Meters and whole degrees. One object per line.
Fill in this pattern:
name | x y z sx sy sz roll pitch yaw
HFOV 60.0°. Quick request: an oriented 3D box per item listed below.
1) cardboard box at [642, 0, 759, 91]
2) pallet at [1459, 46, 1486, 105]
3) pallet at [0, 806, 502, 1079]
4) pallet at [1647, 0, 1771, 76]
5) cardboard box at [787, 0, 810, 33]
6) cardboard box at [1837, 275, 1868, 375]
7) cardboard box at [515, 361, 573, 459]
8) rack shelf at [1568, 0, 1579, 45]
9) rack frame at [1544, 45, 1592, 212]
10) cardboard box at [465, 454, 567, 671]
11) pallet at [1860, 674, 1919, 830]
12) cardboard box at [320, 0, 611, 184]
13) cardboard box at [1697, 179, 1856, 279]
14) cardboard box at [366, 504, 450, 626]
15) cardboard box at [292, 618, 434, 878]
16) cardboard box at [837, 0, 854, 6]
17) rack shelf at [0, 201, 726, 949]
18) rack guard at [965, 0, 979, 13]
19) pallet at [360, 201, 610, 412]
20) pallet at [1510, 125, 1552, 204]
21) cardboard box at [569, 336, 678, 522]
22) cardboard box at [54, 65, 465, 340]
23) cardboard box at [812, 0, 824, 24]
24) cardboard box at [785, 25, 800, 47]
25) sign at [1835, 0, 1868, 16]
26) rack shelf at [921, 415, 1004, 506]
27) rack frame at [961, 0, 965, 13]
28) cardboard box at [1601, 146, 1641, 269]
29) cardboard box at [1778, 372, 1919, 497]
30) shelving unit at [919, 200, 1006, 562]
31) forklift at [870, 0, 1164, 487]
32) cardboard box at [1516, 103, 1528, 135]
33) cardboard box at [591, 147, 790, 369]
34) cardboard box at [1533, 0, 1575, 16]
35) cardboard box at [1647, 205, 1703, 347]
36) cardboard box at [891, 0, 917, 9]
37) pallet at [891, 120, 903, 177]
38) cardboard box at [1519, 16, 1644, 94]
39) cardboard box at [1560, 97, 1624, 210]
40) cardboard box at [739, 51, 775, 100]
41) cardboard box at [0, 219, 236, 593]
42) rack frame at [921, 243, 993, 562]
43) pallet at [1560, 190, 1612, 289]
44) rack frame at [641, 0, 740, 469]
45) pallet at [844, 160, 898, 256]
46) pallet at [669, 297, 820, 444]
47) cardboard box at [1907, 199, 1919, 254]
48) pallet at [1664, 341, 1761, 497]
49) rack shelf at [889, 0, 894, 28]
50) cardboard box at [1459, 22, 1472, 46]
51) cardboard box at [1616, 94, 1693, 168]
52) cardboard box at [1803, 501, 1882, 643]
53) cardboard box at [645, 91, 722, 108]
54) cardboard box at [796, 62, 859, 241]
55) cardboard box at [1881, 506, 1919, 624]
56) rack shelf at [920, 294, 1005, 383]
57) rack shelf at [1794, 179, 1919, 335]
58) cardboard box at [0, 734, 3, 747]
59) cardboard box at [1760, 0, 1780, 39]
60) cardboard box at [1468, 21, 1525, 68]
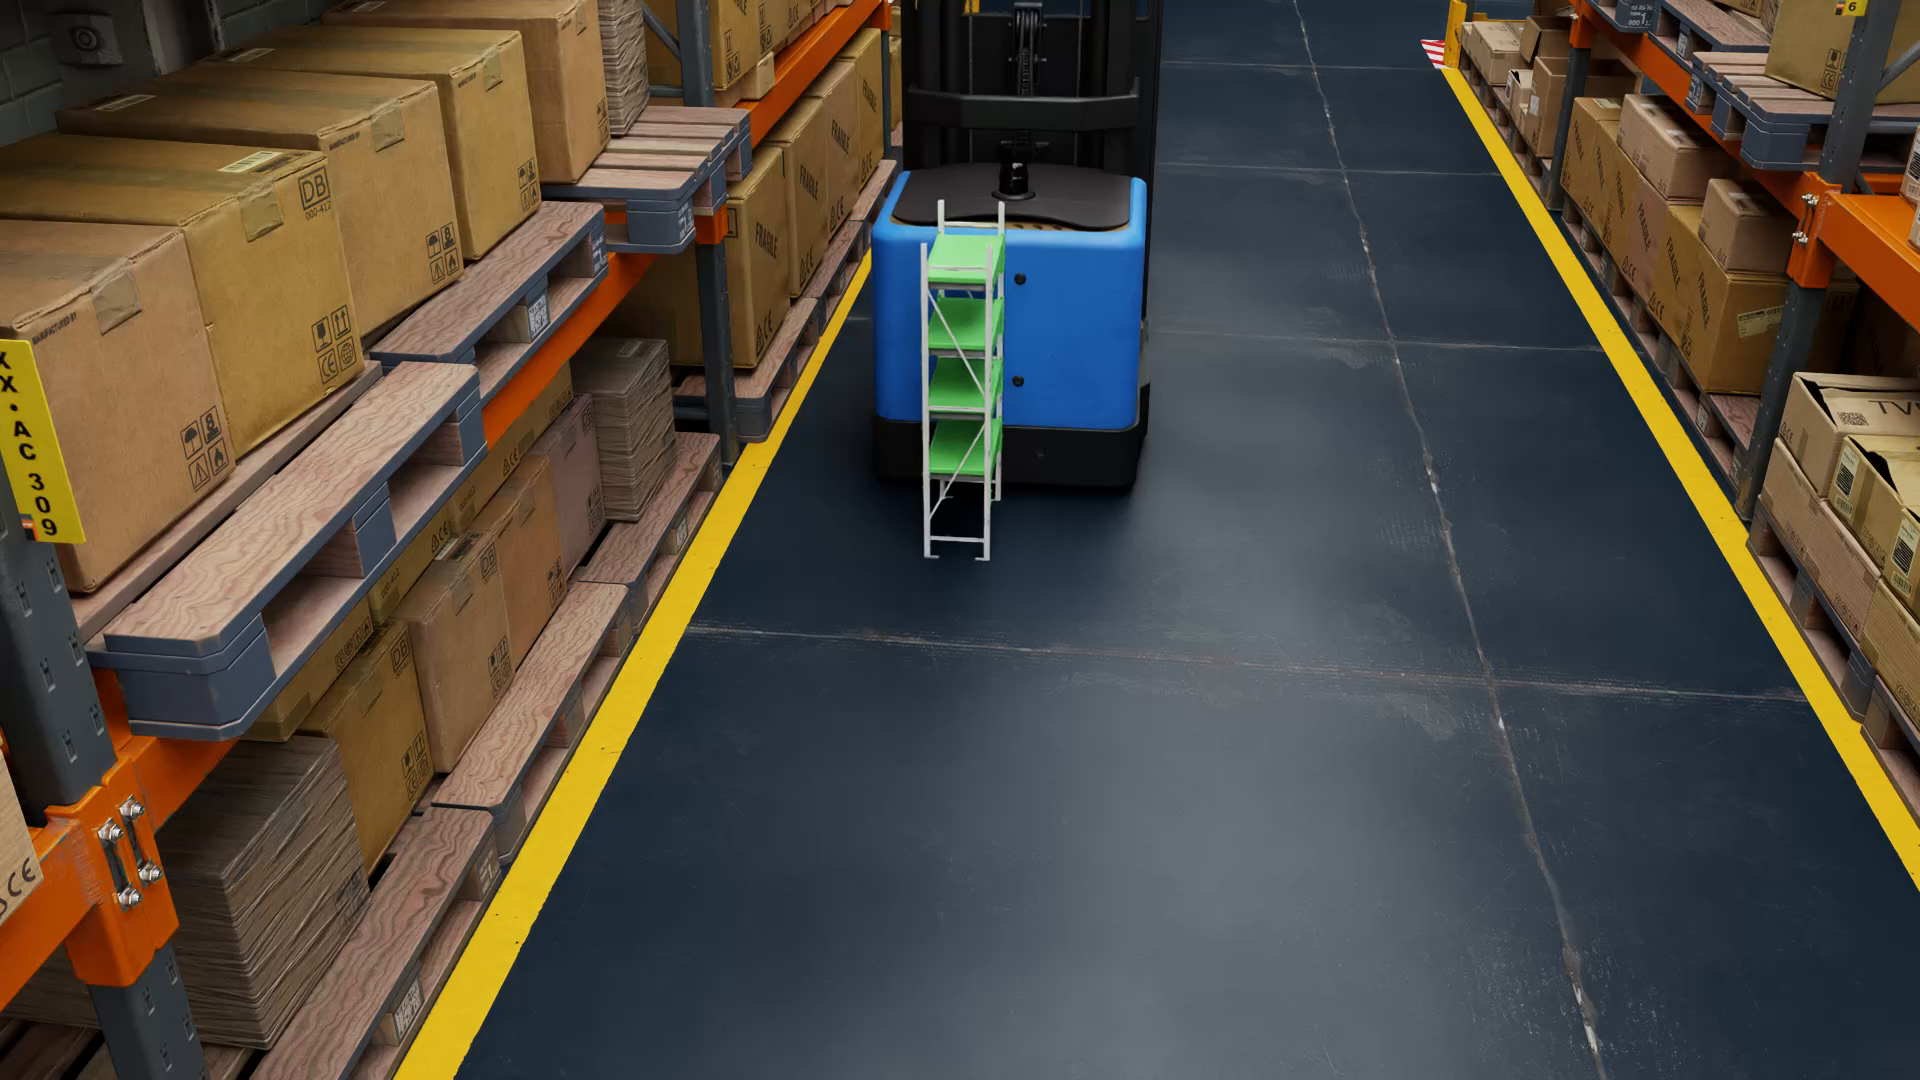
cardboard box | -1.104 -2.068 6.486 0.500 0.500 0.500 4 29 8
pallet | 4.374 -3.511 12.545 1.003 0.211 1.213 3 28 6
pallet | -1.814 1.073 4.035 1.003 0.211 1.213 3 28 6
pallet | 3.733 -2.216 7.402 1.003 0.211 1.213 3 28 6
cardboard box | -0.969 -2.548 7.376 0.500 0.500 0.500 3 28 6
cardboard box | 3.897 -0.922 6.971 0.500 0.500 0.500 2 28 4
cardboard box | -1.586 -0.487 5.373 0.500 0.250 0.500 4 29 7
rack shelf | 4.235 -3.892 11.070 1.077 0.370 4.000 3 28 6
rack frame | 3.990 -3.267 9.152 1.000 3.000 0.127 3 28 6
cardboard box | -1.665 0.049 5.167 0.700 0.500 0.500 3 28 6
pallet | 3.208 0.801 4.540 1.003 0.211 1.213 3 28 6
cardboard box | -1.507 -1.422 5.157 0.700 0.500 0.500 1 28 1
cardboard box | 3.384 -1.288 6.860 0.500 0.250 0.500 4 29 8
cardboard box | -1.723 -0.011 4.489 0.500 0.250 0.500 3 28 5
cardboard box | -1.820 0.526 4.284 0.700 0.500 0.500 3 28 5
cardboard box | -0.746 -2.909 8.730 0.380 0.149 0.250 3 28 6
rack shelf | -1.662 -0.412 4.611 1.077 0.370 4.000 3 28 6
rack guard | -0.434 -4.347 13.792 1.175 0.500 0.348 3 28 6
pallet | -1.619 -0.652 4.500 1.003 0.211 1.213 3 28 6
pallet | 4.075 -2.363 10.413 1.003 0.211 1.213 3 28 6
cardboard box | -1.454 -0.422 6.042 0.700 0.500 0.500 4 29 7
cardboard box | -1.686 -0.837 4.072 0.700 0.500 0.500 7 29 13
cardboard box | -0.887 -2.681 8.307 0.380 0.149 0.250 3 28 5
cardboard box | -0.970 -2.433 7.847 0.380 0.149 0.250 4 29 6
sign | 2.960 -1.886 5.452 0.100 0.325 0.005 3 28 6
rack shelf | 0.014 -0.305 6.192 0.258 0.148 0.480 3 28 5
rack frame | -0.437 -5.436 13.178 1.000 3.000 0.127 3 28 6
cardboard box | 3.565 -1.660 8.341 0.500 0.500 0.500 4 29 7
cardboard box | 3.144 -0.376 5.651 0.500 0.311 0.500 4 29 8
shelving unit | 0.014 -0.573 6.048 0.258 1.200 0.503 3 28 5
forklift | 0.323 -2.168 7.185 1.130 2.935 3.031 3 28 5
cardboard box | 3.764 -2.671 10.586 0.380 0.149 0.250 3 28 6
cardboard box | -1.197 -1.248 7.227 0.750 0.750 0.750 3 28 6
cardboard box | 4.658 -3.973 12.634 0.500 0.500 0.500 3 28 6
cardboard box | 3.445 -1.175 7.440 0.500 0.500 0.500 2 28 4
cardboard box | -0.447 -3.666 11.401 0.380 0.149 0.250 3 28 5
pallet | -0.756 -2.679 11.000 1.003 0.211 1.213 3 28 6
cardboard box | 4.215 -3.247 11.282 0.797 0.503 0.637 3 28 6
cardboard box | 3.688 -2.147 9.244 0.500 0.500 0.500 2 28 4
cardboard box | -0.991 -1.949 6.948 0.380 0.149 0.250 4 29 8
cardboard box | -1.811 -0.263 3.006 0.700 0.500 0.500 3 29 6
rack frame | -0.011 -0.458 5.835 0.240 1.200 0.015 3 28 5
pallet | 3.927 -1.655 9.099 1.003 0.211 1.213 3 28 6
rack frame | -1.417 -1.671 6.188 1.000 3.000 0.127 3 28 6
pallet | -0.947 -1.958 9.662 1.003 0.211 1.213 3 28 6
pallet | -1.246 -0.810 7.530 1.003 0.211 1.213 3 28 6
cardboard box | 3.198 -0.935 4.918 0.500 0.311 0.500 3 28 6
pallet | 3.628 -0.506 6.967 1.003 0.211 1.213 3 28 6
rack shelf | -0.682 -4.178 11.601 1.077 0.370 4.000 3 28 6
cardboard box | 4.087 -3.912 12.890 0.380 0.149 0.250 3 28 6
cardboard box | 3.566 -2.006 8.193 0.500 0.250 0.500 3 29 6
cardboard box | 3.083 0.107 5.344 0.500 0.250 0.500 3 28 5
cardboard box | -1.147 -1.710 6.506 0.380 0.149 0.250 3 28 5
cardboard box | -0.984 -2.060 8.734 0.750 0.750 0.750 4 29 8
cardboard box | 3.023 0.111 4.745 0.500 0.311 0.500 3 28 5
rack shelf | 0.014 -0.728 5.965 0.258 0.148 0.480 3 28 5
rack shelf | 3.254 -0.126 4.080 1.077 0.370 4.000 3 28 6
cardboard box | -1.658 0.180 2.100 0.500 0.500 0.500 3 28 6
cardboard box | 3.766 -2.336 6.875 0.700 0.500 0.500 9 30 16
cardboard box | 4.070 -3.658 12.313 0.500 0.250 0.500 3 28 6
